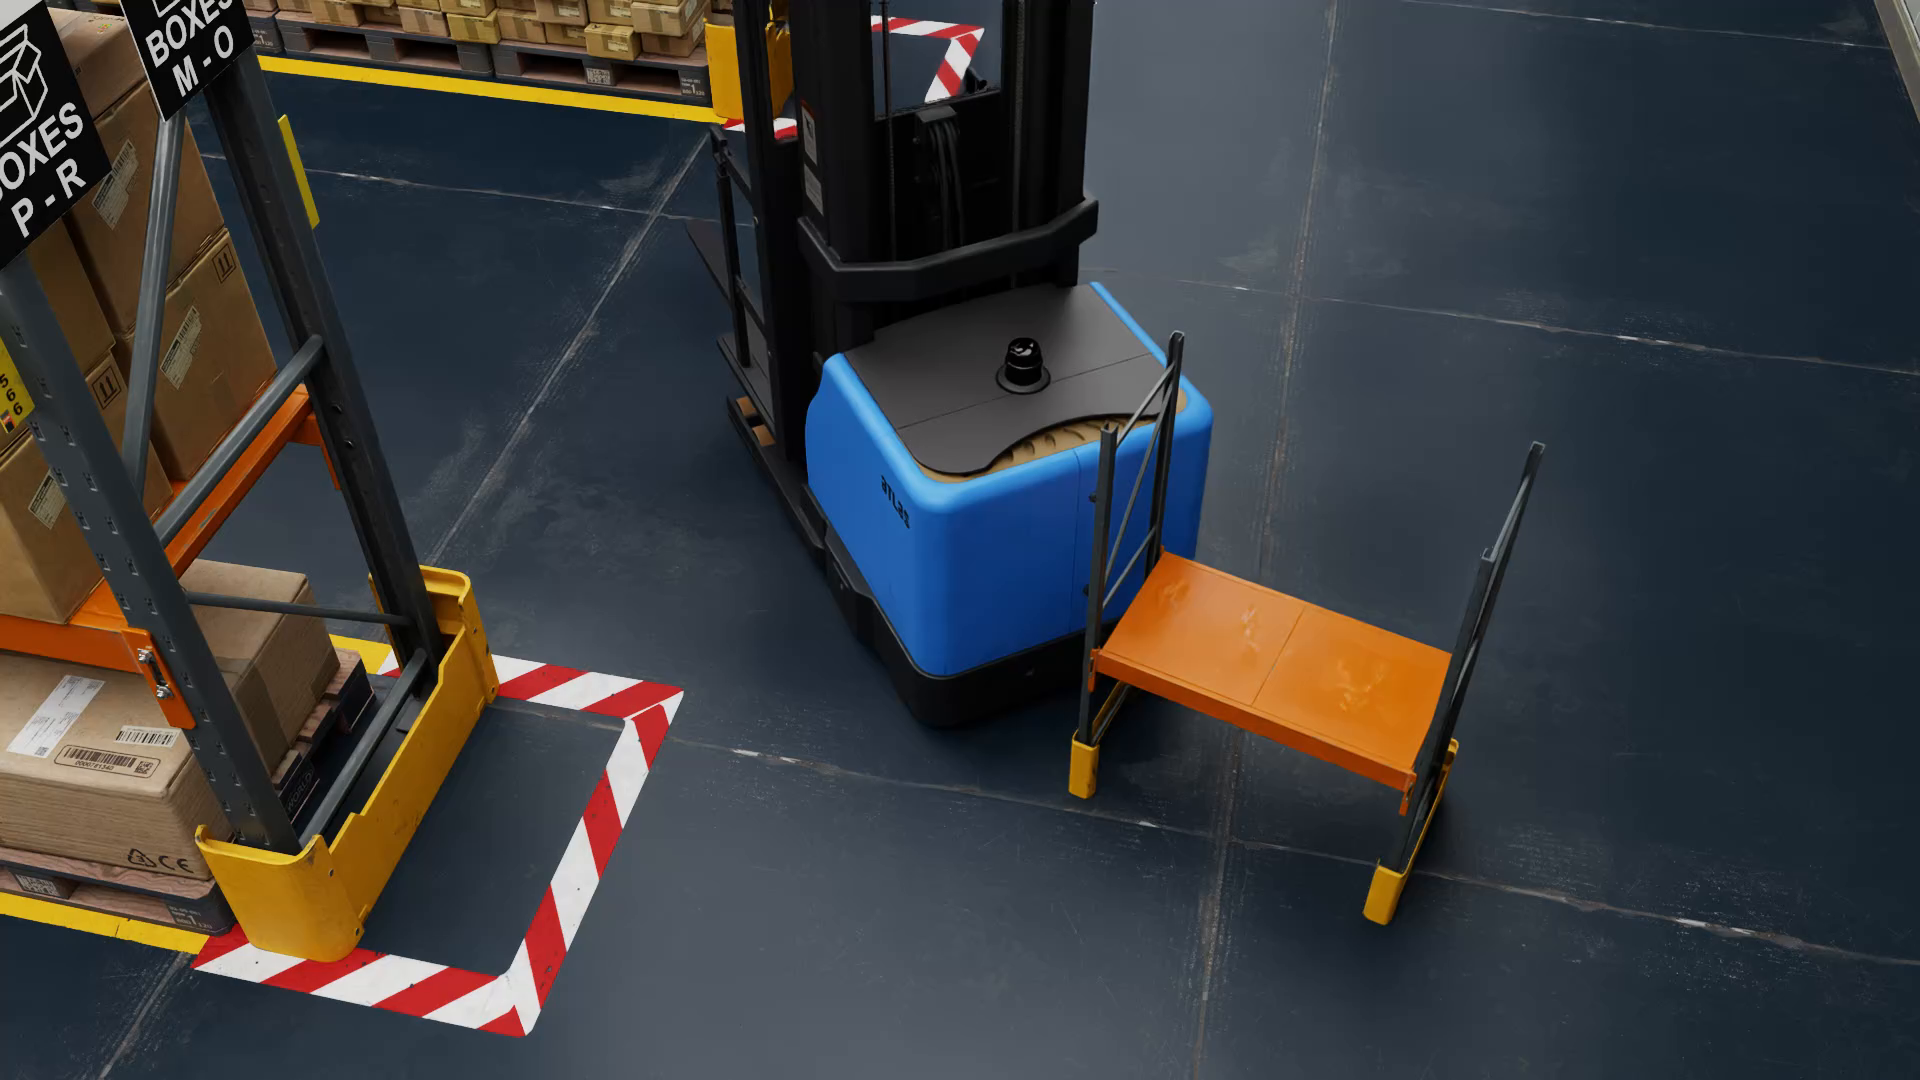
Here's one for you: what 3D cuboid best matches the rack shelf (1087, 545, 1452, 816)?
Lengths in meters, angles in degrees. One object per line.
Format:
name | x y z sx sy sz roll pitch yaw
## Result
rack shelf | 0.951 0.401 5.010 1.000 0.185 0.538 21 47 20

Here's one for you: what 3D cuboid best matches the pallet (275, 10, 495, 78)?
pallet | -2.954 -2.945 9.158 1.213 0.211 1.003 9 45 9

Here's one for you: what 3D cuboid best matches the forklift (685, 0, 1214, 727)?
forklift | -0.276 -1.466 5.659 1.130 2.935 3.031 -18 47 -18

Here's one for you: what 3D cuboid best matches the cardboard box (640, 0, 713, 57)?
cardboard box | -1.467 -2.668 8.612 0.250 0.149 0.380 10 45 10

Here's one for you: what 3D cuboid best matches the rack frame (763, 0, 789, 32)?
rack frame | -0.908 -3.605 7.833 0.127 3.000 1.000 9 45 9

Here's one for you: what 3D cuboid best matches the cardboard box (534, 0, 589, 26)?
cardboard box | -1.993 -2.801 8.535 0.250 0.149 0.380 7 44 7

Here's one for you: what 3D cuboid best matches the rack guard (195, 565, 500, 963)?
rack guard | -1.867 0.664 5.199 0.348 0.500 1.175 9 45 9

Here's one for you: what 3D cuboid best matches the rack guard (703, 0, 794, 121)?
rack guard | -0.982 -2.716 8.711 0.348 0.500 1.175 9 45 9

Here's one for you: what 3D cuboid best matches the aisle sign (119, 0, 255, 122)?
aisle sign | -1.756 -1.362 3.627 0.004 0.787 0.394 9 45 9

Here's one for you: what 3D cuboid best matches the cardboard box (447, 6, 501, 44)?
cardboard box | -2.485 -2.761 8.709 0.250 0.149 0.380 7 44 7

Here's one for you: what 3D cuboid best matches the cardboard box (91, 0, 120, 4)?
cardboard box | -4.526 -3.063 9.022 0.250 0.149 0.380 7 44 7

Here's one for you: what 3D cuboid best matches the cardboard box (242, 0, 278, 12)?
cardboard box | -3.754 -3.015 8.972 0.250 0.149 0.380 8 44 8

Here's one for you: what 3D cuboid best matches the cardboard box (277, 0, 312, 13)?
cardboard box | -3.484 -2.998 8.955 0.250 0.149 0.380 7 44 7

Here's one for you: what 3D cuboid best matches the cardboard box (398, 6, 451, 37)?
cardboard box | -2.748 -2.816 8.766 0.250 0.149 0.380 10 45 10

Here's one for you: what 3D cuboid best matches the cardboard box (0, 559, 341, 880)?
cardboard box | -2.556 0.500 5.113 0.875 0.438 0.875 7 44 8

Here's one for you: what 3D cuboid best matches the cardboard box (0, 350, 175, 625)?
cardboard box | -2.419 -0.170 4.191 0.500 0.500 0.500 9 45 9

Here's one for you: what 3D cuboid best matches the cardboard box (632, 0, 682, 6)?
cardboard box | -1.480 -2.852 8.374 0.250 0.149 0.380 9 45 10

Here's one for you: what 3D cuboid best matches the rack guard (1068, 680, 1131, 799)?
rack guard | 0.520 0.561 5.486 0.087 0.250 0.587 21 47 20

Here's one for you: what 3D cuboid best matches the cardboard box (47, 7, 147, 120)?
cardboard box | -2.176 -1.111 3.980 0.250 0.149 0.380 10 45 10

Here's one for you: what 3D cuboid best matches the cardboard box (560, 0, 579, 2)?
cardboard box | -1.993 -2.883 8.406 0.250 0.149 0.380 8 44 8

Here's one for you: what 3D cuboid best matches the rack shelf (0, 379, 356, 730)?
rack shelf | -3.842 -0.284 4.900 4.000 0.370 1.077 9 45 9

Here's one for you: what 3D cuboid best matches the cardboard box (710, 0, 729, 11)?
cardboard box | -1.349 -3.025 8.983 0.250 0.149 0.380 10 45 10

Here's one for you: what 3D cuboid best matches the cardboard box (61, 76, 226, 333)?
cardboard box | -2.296 -0.902 4.231 0.500 0.500 0.500 8 44 8

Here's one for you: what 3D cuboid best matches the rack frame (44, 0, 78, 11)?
rack frame | -4.811 -4.211 8.462 0.127 3.000 1.000 9 45 9

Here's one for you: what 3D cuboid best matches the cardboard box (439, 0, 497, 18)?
cardboard box | -2.501 -2.870 8.608 0.250 0.149 0.380 9 45 10

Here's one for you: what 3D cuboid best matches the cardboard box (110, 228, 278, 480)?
cardboard box | -2.296 -0.543 4.579 0.500 0.500 0.500 9 45 9

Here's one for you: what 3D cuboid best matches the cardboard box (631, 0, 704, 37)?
cardboard box | -1.485 -2.723 8.455 0.250 0.149 0.380 8 44 8

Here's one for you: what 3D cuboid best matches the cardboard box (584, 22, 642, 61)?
cardboard box | -1.740 -2.638 8.581 0.250 0.149 0.380 10 45 10

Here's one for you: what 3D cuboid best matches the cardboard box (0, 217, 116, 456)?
cardboard box | -2.412 -0.548 3.863 0.500 0.500 0.500 10 45 10

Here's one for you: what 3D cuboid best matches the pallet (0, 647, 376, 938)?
pallet | -2.687 0.697 5.374 1.213 0.211 1.003 9 45 9

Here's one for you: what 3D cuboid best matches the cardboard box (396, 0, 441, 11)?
cardboard box | -2.747 -2.922 8.661 0.250 0.149 0.380 11 45 11

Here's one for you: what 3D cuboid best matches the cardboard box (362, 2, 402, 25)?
cardboard box | -2.978 -2.905 8.859 0.250 0.149 0.380 10 45 10

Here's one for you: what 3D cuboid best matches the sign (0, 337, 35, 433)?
sign | -2.022 -0.377 3.473 0.005 0.325 0.100 9 45 9

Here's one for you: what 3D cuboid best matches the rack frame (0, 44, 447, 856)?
rack frame | -1.890 -0.240 4.336 0.127 3.000 1.000 9 45 9

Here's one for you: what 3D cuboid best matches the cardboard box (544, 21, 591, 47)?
cardboard box | -1.979 -2.737 8.683 0.250 0.149 0.380 9 45 9

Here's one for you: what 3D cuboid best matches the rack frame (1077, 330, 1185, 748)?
rack frame | 0.504 0.104 5.060 0.032 1.500 0.500 21 47 20

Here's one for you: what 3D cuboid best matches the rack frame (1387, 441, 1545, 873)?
rack frame | 1.398 0.439 4.712 0.032 1.500 0.500 21 47 20

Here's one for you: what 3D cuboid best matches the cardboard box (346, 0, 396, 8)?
cardboard box | -3.022 -2.945 8.685 0.250 0.149 0.380 9 45 9

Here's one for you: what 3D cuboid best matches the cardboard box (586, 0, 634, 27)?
cardboard box | -1.728 -2.799 8.534 0.250 0.149 0.380 8 44 8

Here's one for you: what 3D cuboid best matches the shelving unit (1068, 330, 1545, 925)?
shelving unit | 0.959 0.274 4.883 1.083 1.500 0.587 21 47 20

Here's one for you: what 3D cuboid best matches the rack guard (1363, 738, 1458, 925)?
rack guard | 1.397 0.889 5.145 0.087 0.250 0.587 21 47 20

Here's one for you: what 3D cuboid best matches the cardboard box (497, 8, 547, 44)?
cardboard box | -2.223 -2.765 8.713 0.250 0.149 0.380 9 45 9

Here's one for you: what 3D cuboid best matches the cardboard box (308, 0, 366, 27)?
cardboard box | -3.251 -2.893 8.846 0.250 0.149 0.380 8 44 8

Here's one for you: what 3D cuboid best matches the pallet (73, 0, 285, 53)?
pallet | -4.148 -3.128 9.348 1.213 0.211 1.003 9 45 9

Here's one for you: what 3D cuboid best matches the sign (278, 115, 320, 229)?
sign | -1.763 -0.955 4.398 0.005 0.325 0.100 9 45 9

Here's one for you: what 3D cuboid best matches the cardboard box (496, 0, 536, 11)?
cardboard box | -2.232 -2.911 8.650 0.250 0.149 0.380 8 45 9

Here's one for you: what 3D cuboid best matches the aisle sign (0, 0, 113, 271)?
aisle sign | -1.887 -0.956 3.206 0.004 0.787 0.394 9 45 9

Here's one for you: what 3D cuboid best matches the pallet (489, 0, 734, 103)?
pallet | -1.767 -2.759 8.964 1.213 0.211 1.003 9 45 9
